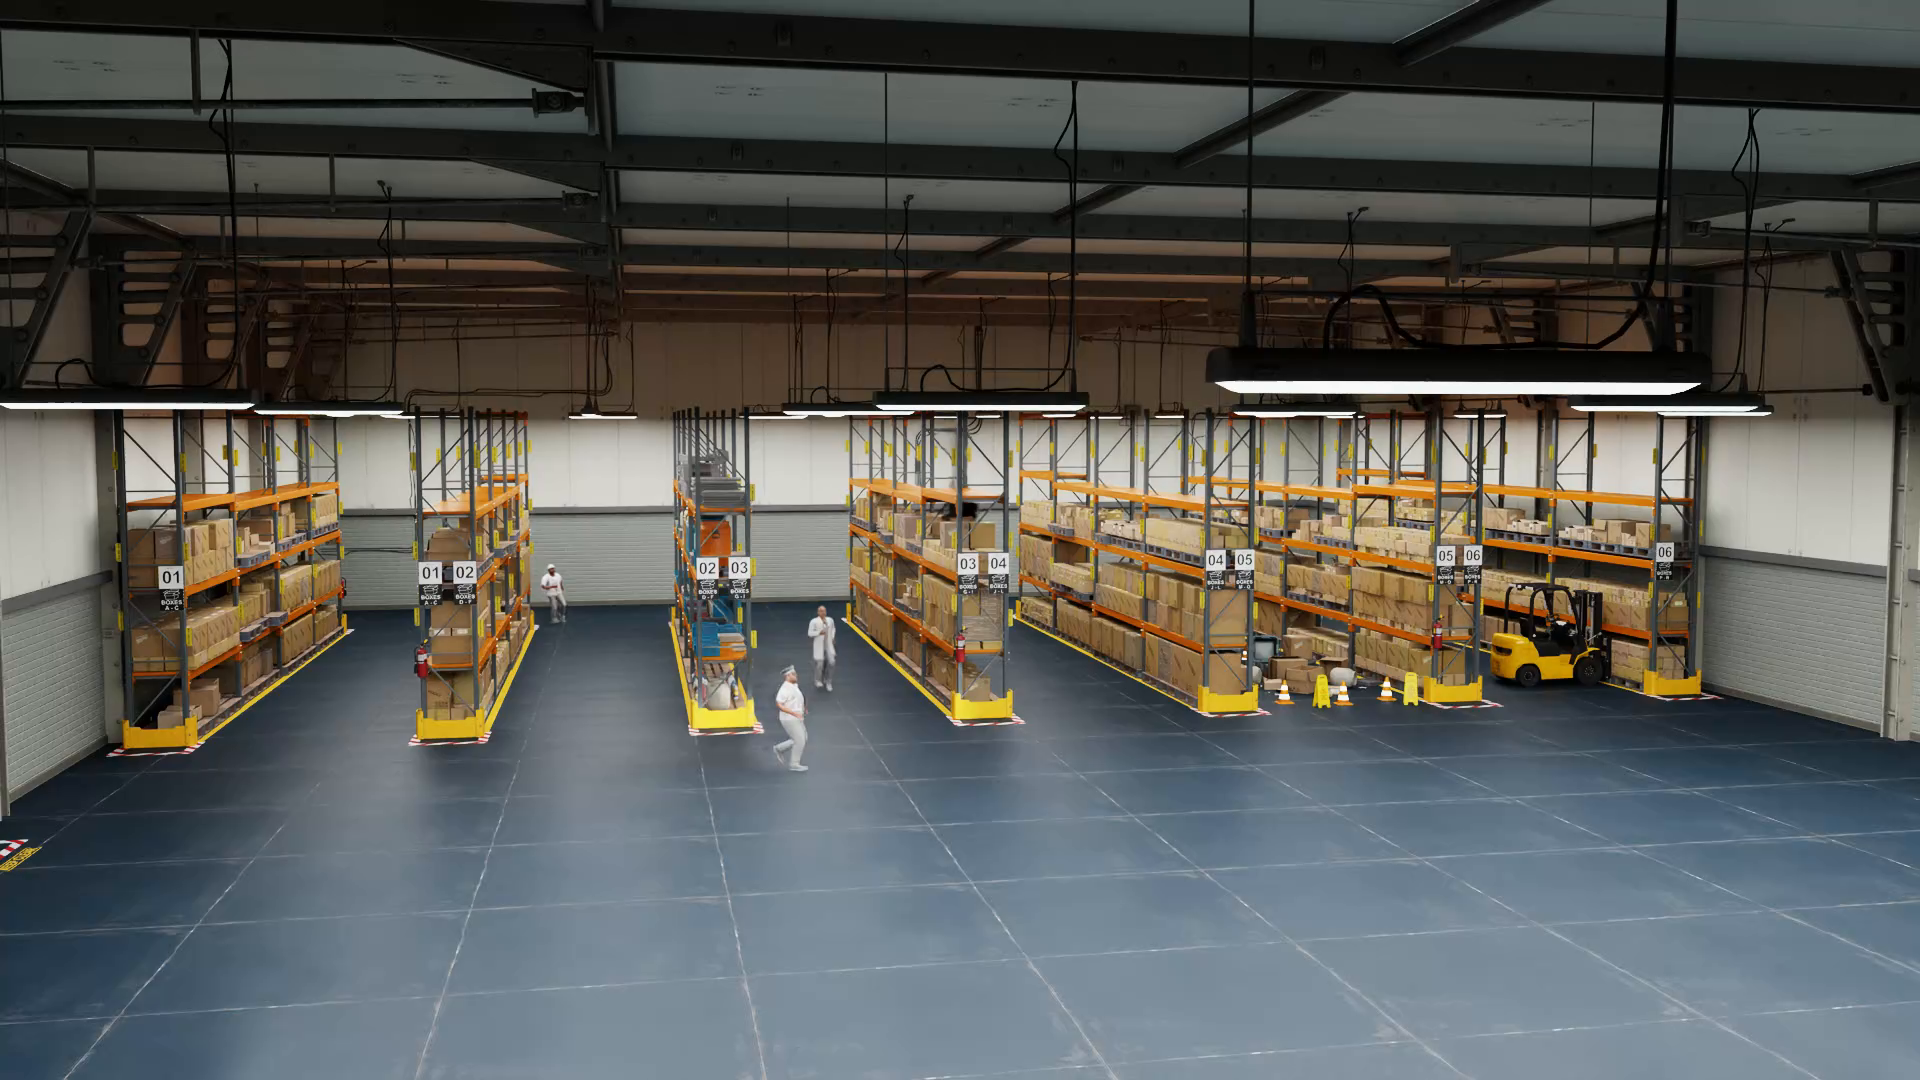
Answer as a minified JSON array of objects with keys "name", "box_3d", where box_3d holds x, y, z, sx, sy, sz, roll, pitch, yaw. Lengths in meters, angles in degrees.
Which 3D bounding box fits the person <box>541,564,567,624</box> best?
[{"name":"person","box_3d":[-11.472,1.533,46.920,0.711,1.735,0.649,-3,5,-38]}]

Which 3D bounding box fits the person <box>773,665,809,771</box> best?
[{"name":"person","box_3d":[-2.799,2.913,27.286,0.644,1.733,0.664,1,4,13]}]

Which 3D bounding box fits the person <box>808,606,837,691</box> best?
[{"name":"person","box_3d":[-2.907,2.325,35.457,0.684,1.829,0.769,-2,4,-24]}]
